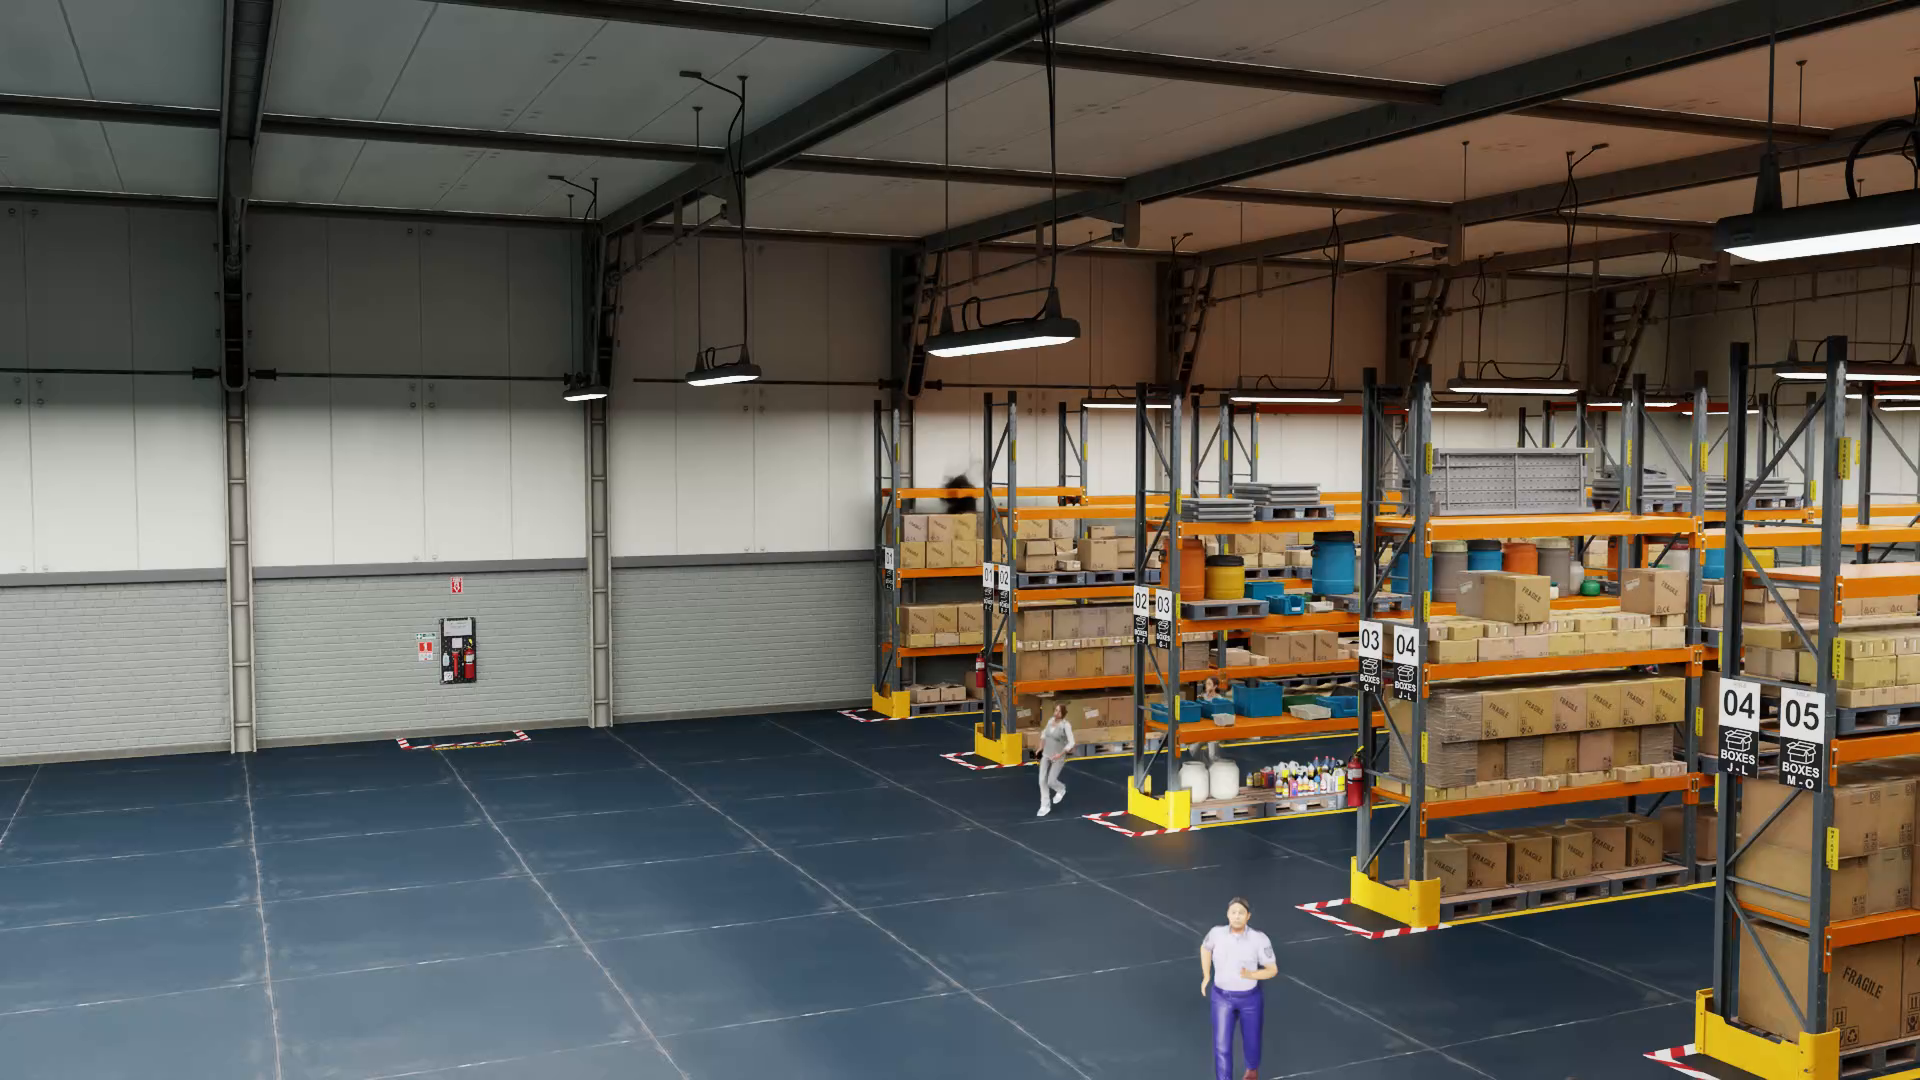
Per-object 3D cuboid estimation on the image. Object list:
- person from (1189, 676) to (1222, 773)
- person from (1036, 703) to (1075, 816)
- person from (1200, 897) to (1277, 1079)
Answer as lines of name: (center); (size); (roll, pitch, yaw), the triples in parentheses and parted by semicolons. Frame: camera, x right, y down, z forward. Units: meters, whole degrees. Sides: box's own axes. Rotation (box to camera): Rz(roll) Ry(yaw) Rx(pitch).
person: (3.742, 2.867, 25.061); (0.660, 1.642, 0.541); (-3, 4, -41)
person: (1.362, 3.048, 23.217); (0.586, 1.569, 0.609); (2, 4, 35)
person: (2.147, 3.574, 12.869); (0.607, 1.637, 0.940); (1, 3, 13)
